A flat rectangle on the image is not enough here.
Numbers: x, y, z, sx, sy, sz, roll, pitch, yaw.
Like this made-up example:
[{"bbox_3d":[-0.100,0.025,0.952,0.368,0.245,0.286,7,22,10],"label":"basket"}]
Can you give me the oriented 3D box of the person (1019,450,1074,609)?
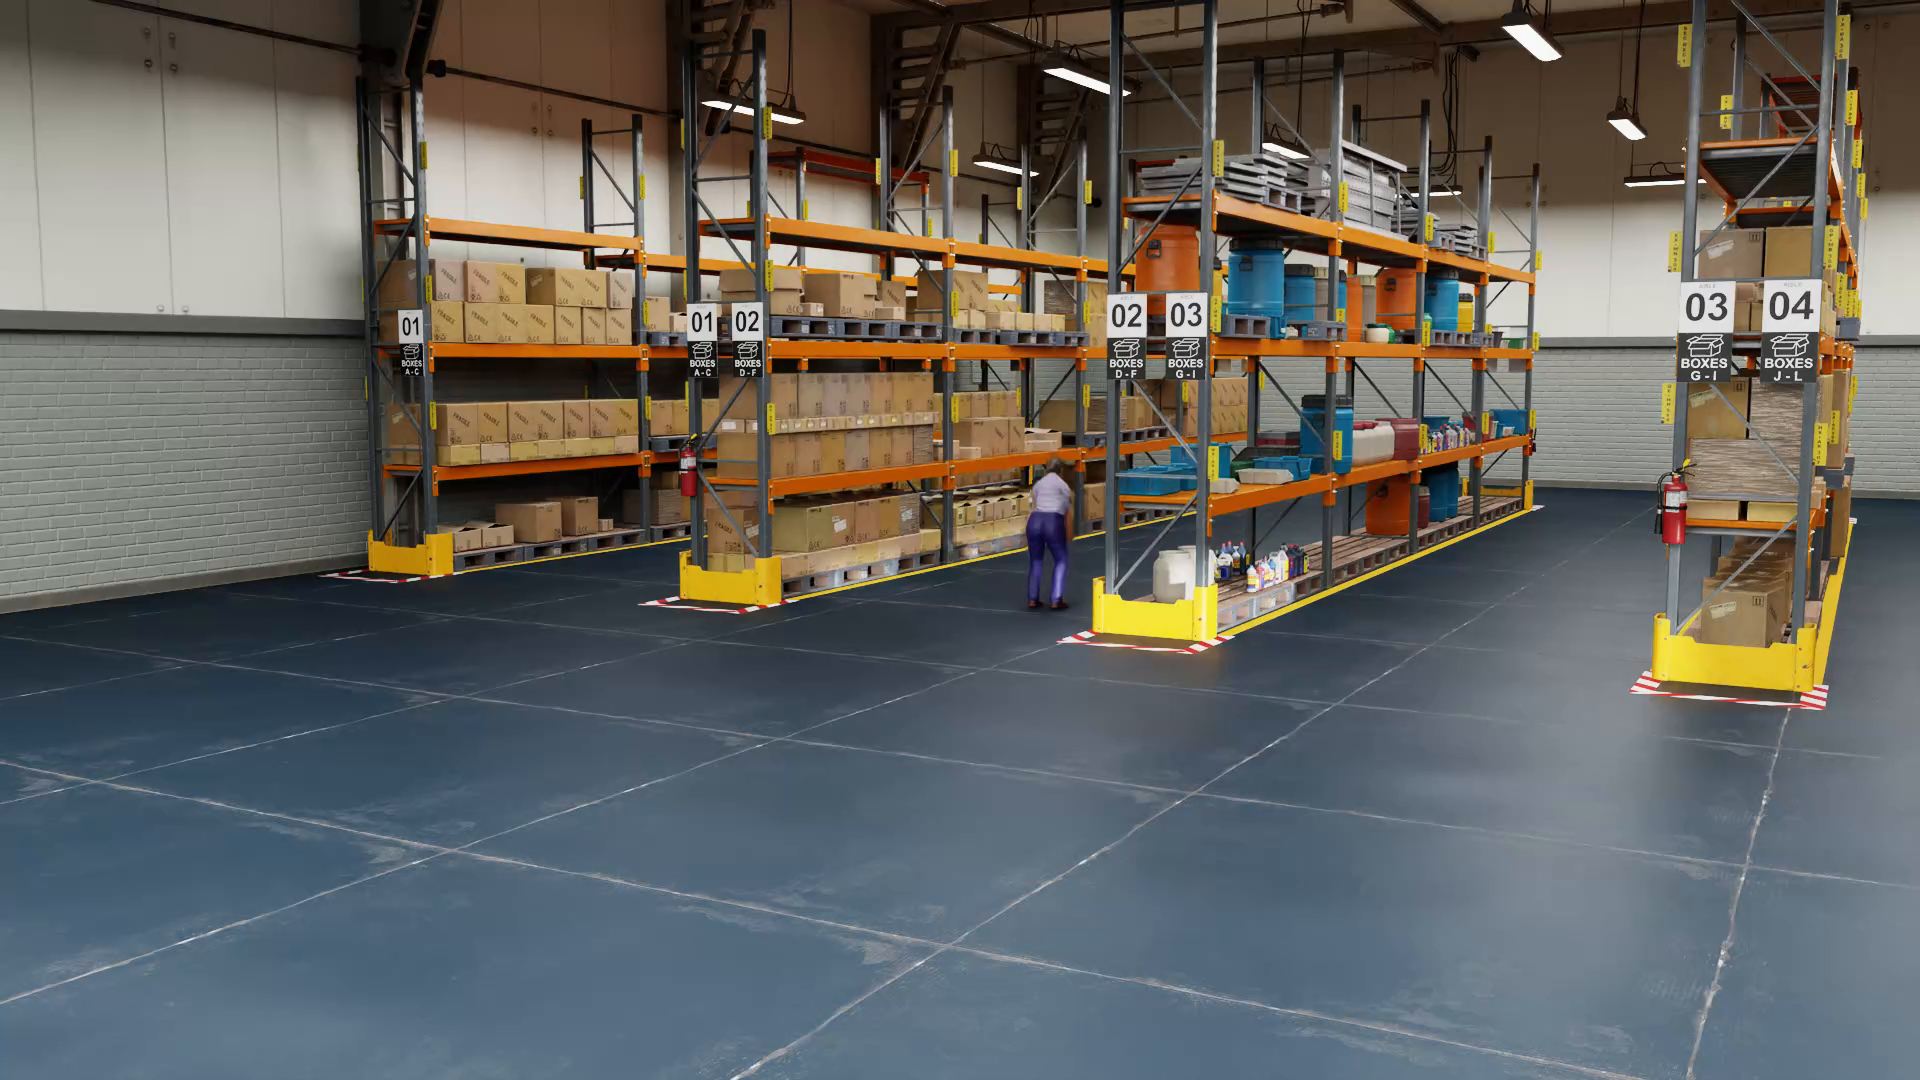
[{"bbox_3d":[0.899,-0.105,17.463,0.564,1.637,0.370,3,7,25],"label":"person"}]
